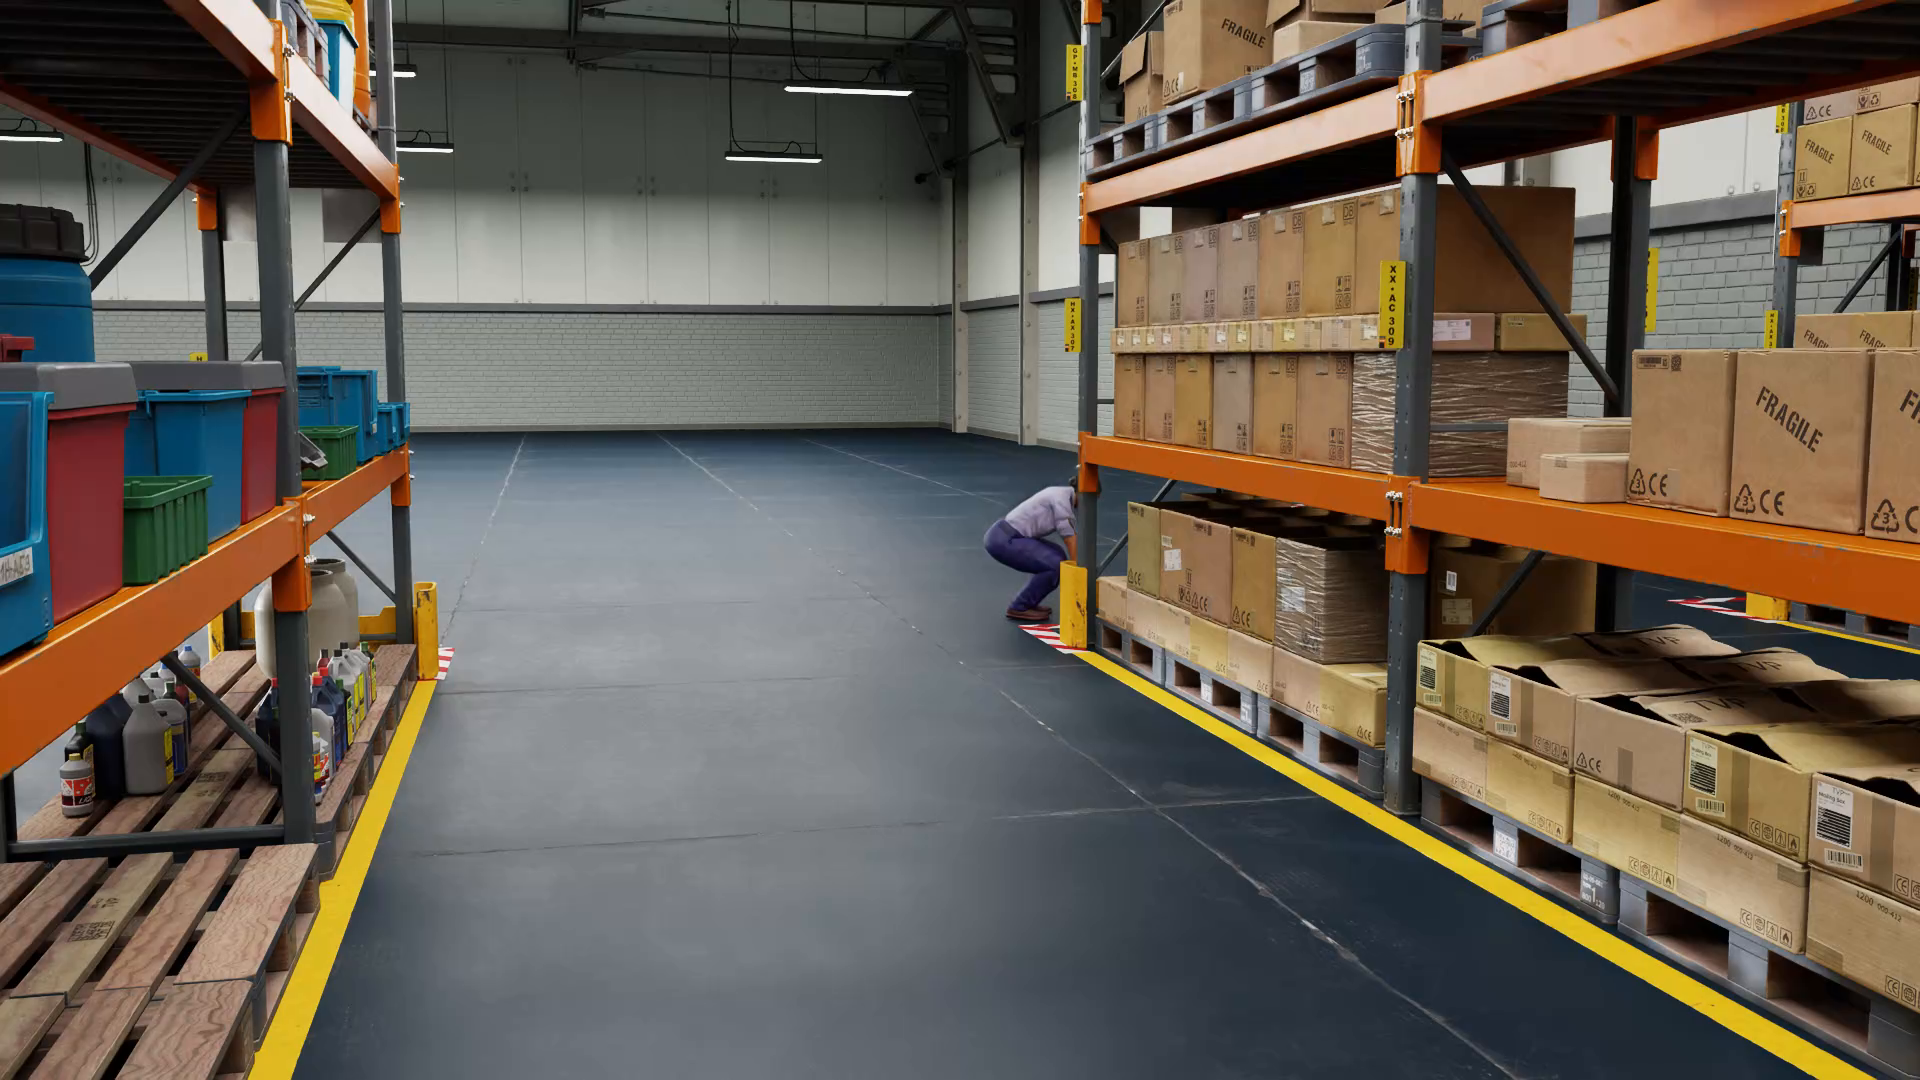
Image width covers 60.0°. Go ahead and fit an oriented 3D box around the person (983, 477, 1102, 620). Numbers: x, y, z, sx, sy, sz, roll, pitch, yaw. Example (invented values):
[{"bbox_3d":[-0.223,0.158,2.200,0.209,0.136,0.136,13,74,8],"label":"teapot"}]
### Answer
[{"bbox_3d":[0.574,0.049,11.449,0.809,0.973,0.533,1,6,7],"label":"person"}]
